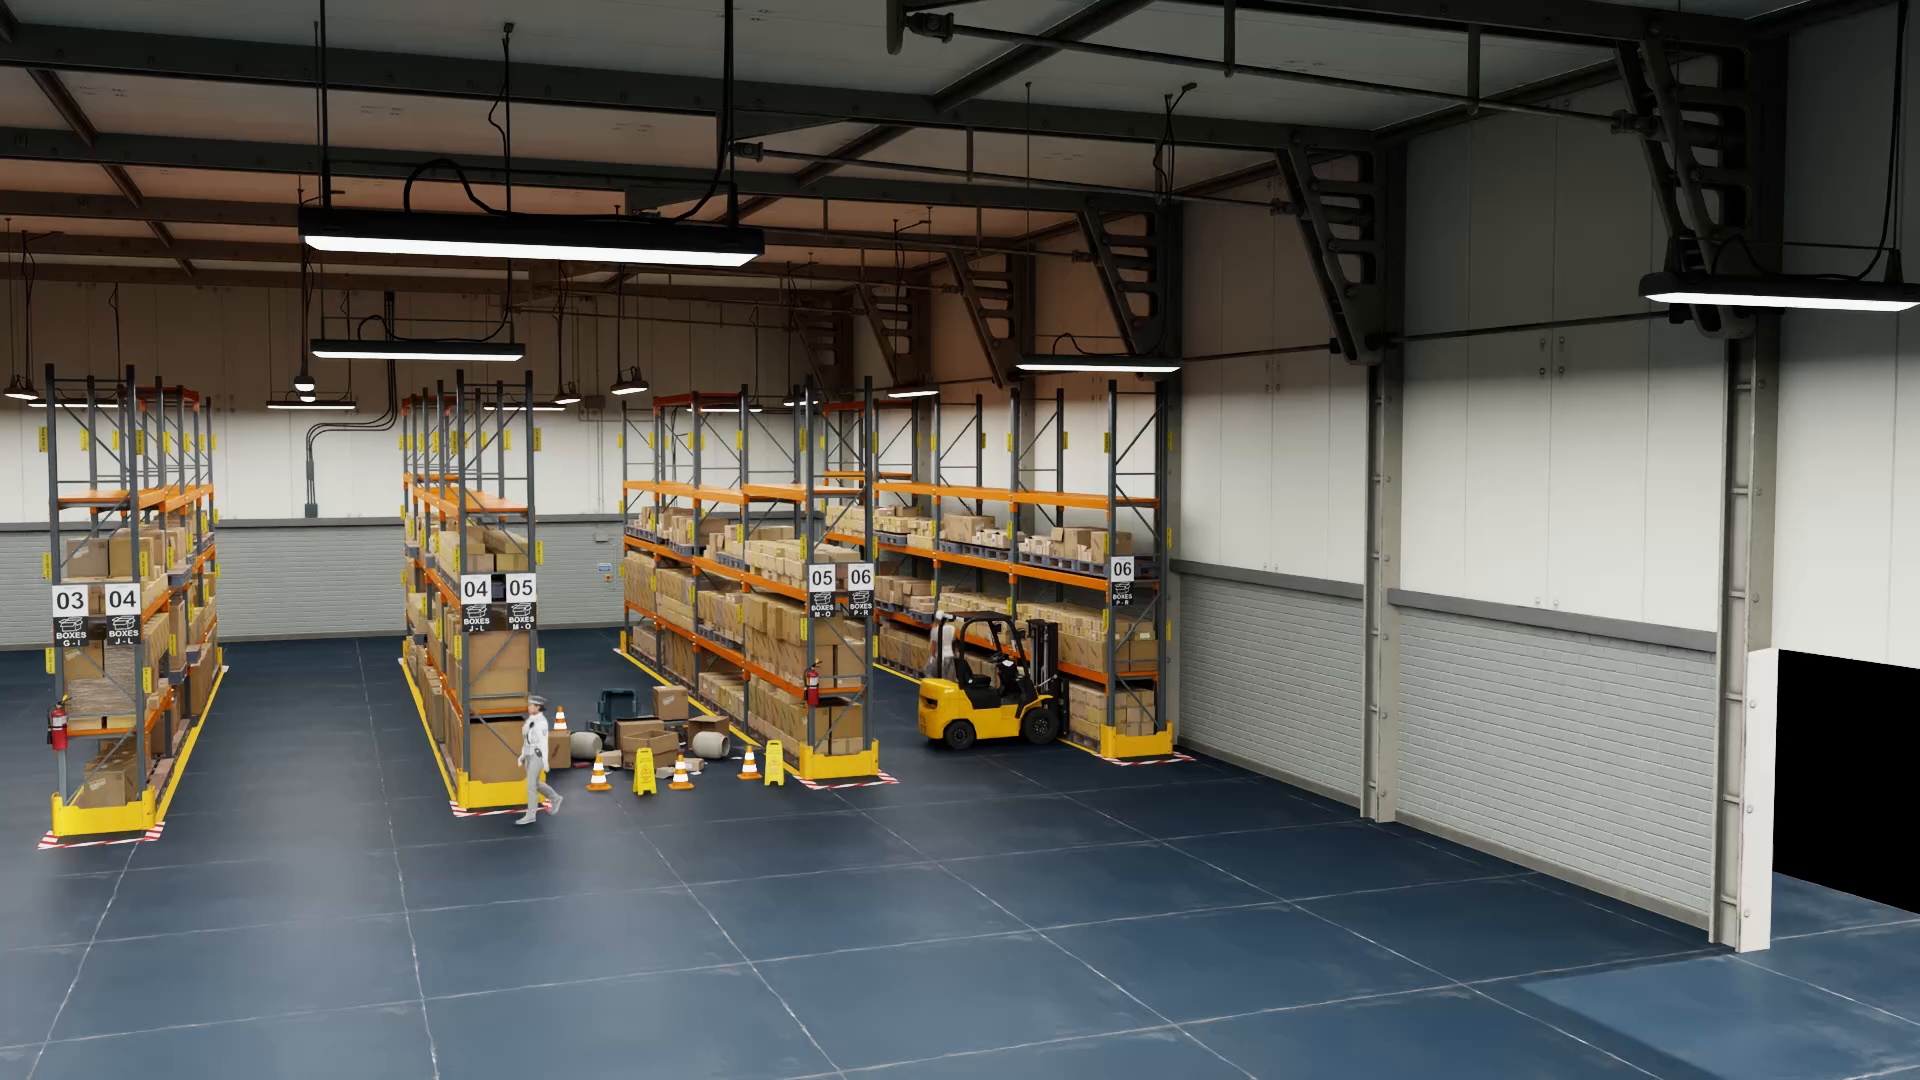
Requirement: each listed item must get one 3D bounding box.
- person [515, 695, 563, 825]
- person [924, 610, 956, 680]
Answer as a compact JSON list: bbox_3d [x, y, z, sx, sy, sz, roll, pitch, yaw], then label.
[{"bbox_3d":[-5.581,2.878,22.028,0.724,1.667,0.469,-2,4,-31],"label":"person"},{"bbox_3d":[-0.334,2.137,30.577,0.600,1.714,0.629,-2,4,-33],"label":"person"}]
